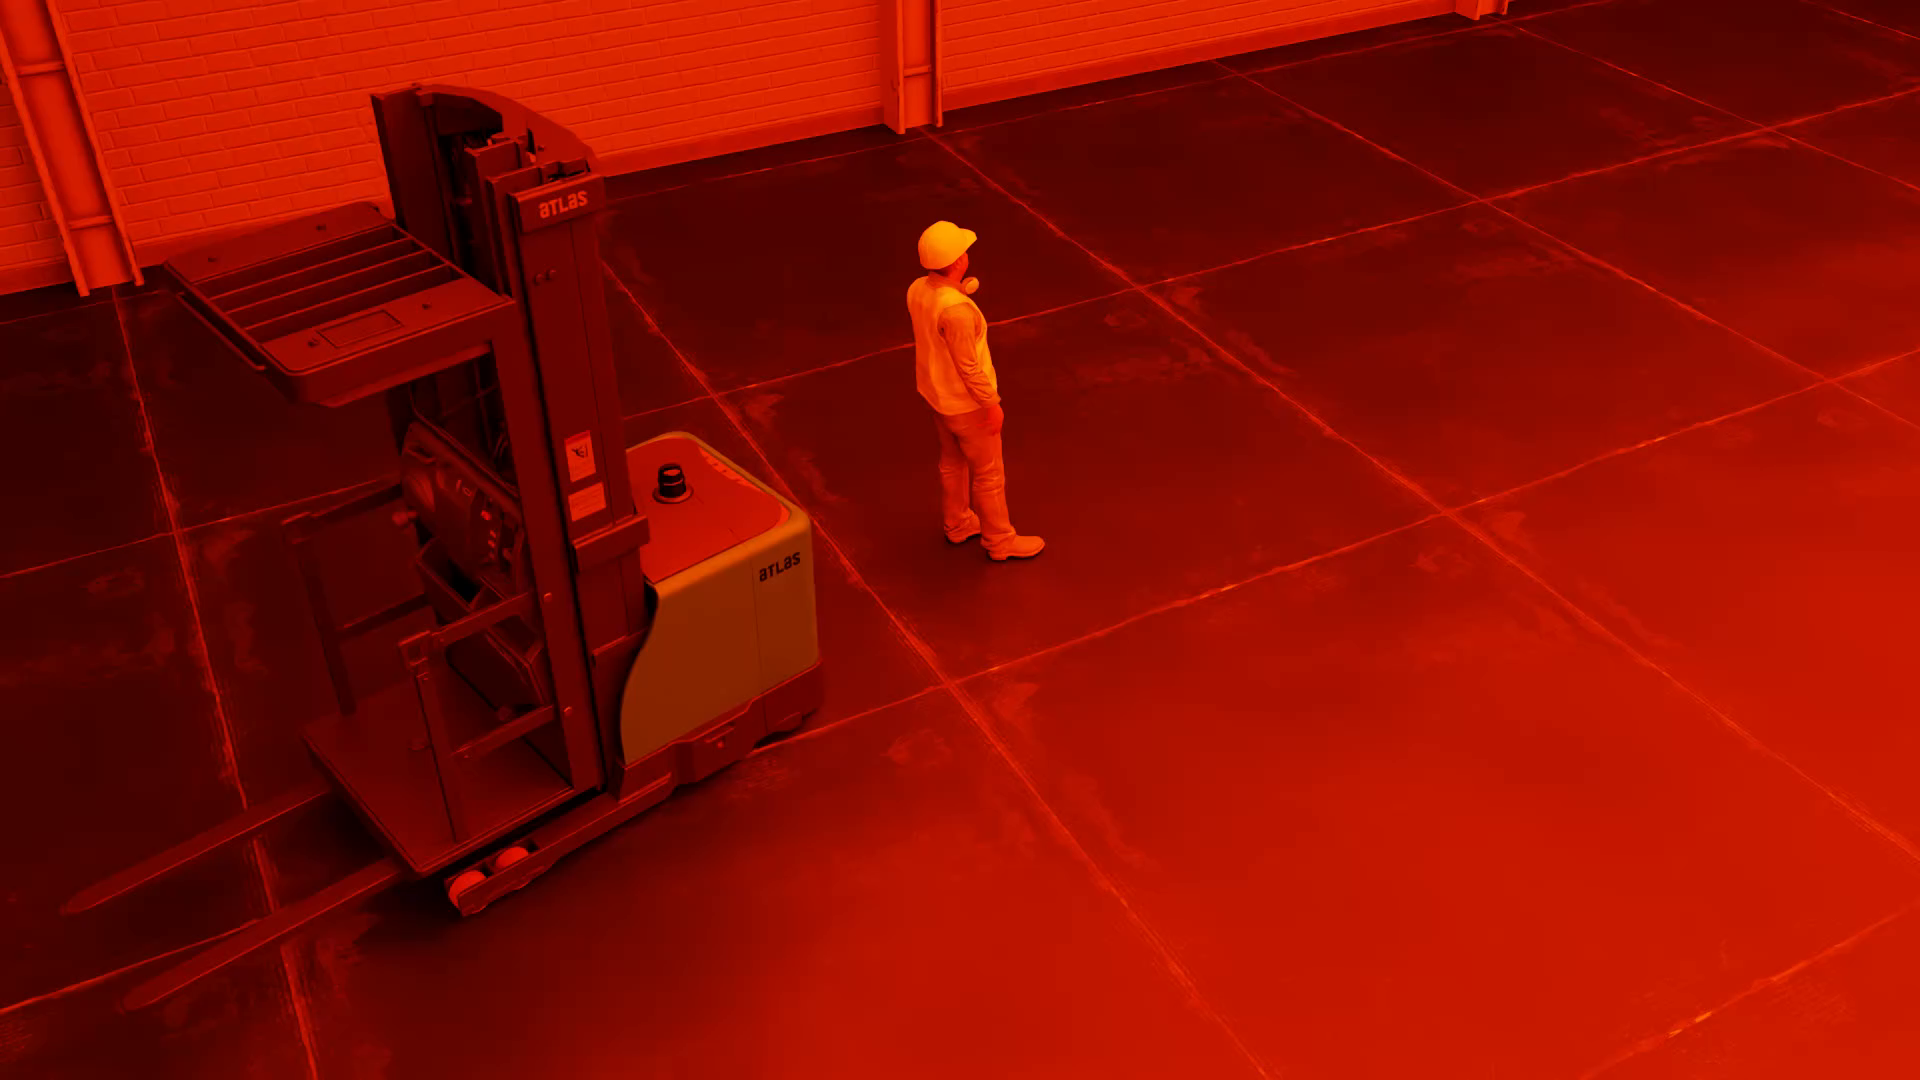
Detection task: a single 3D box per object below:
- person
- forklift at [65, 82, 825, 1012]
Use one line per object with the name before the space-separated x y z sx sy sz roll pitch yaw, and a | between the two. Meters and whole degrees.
person | 0.059 -0.744 8.165 0.566 1.775 0.634 -17 39 -23
forklift | -2.048 -0.064 6.214 3.031 2.935 1.130 -27 43 -33
